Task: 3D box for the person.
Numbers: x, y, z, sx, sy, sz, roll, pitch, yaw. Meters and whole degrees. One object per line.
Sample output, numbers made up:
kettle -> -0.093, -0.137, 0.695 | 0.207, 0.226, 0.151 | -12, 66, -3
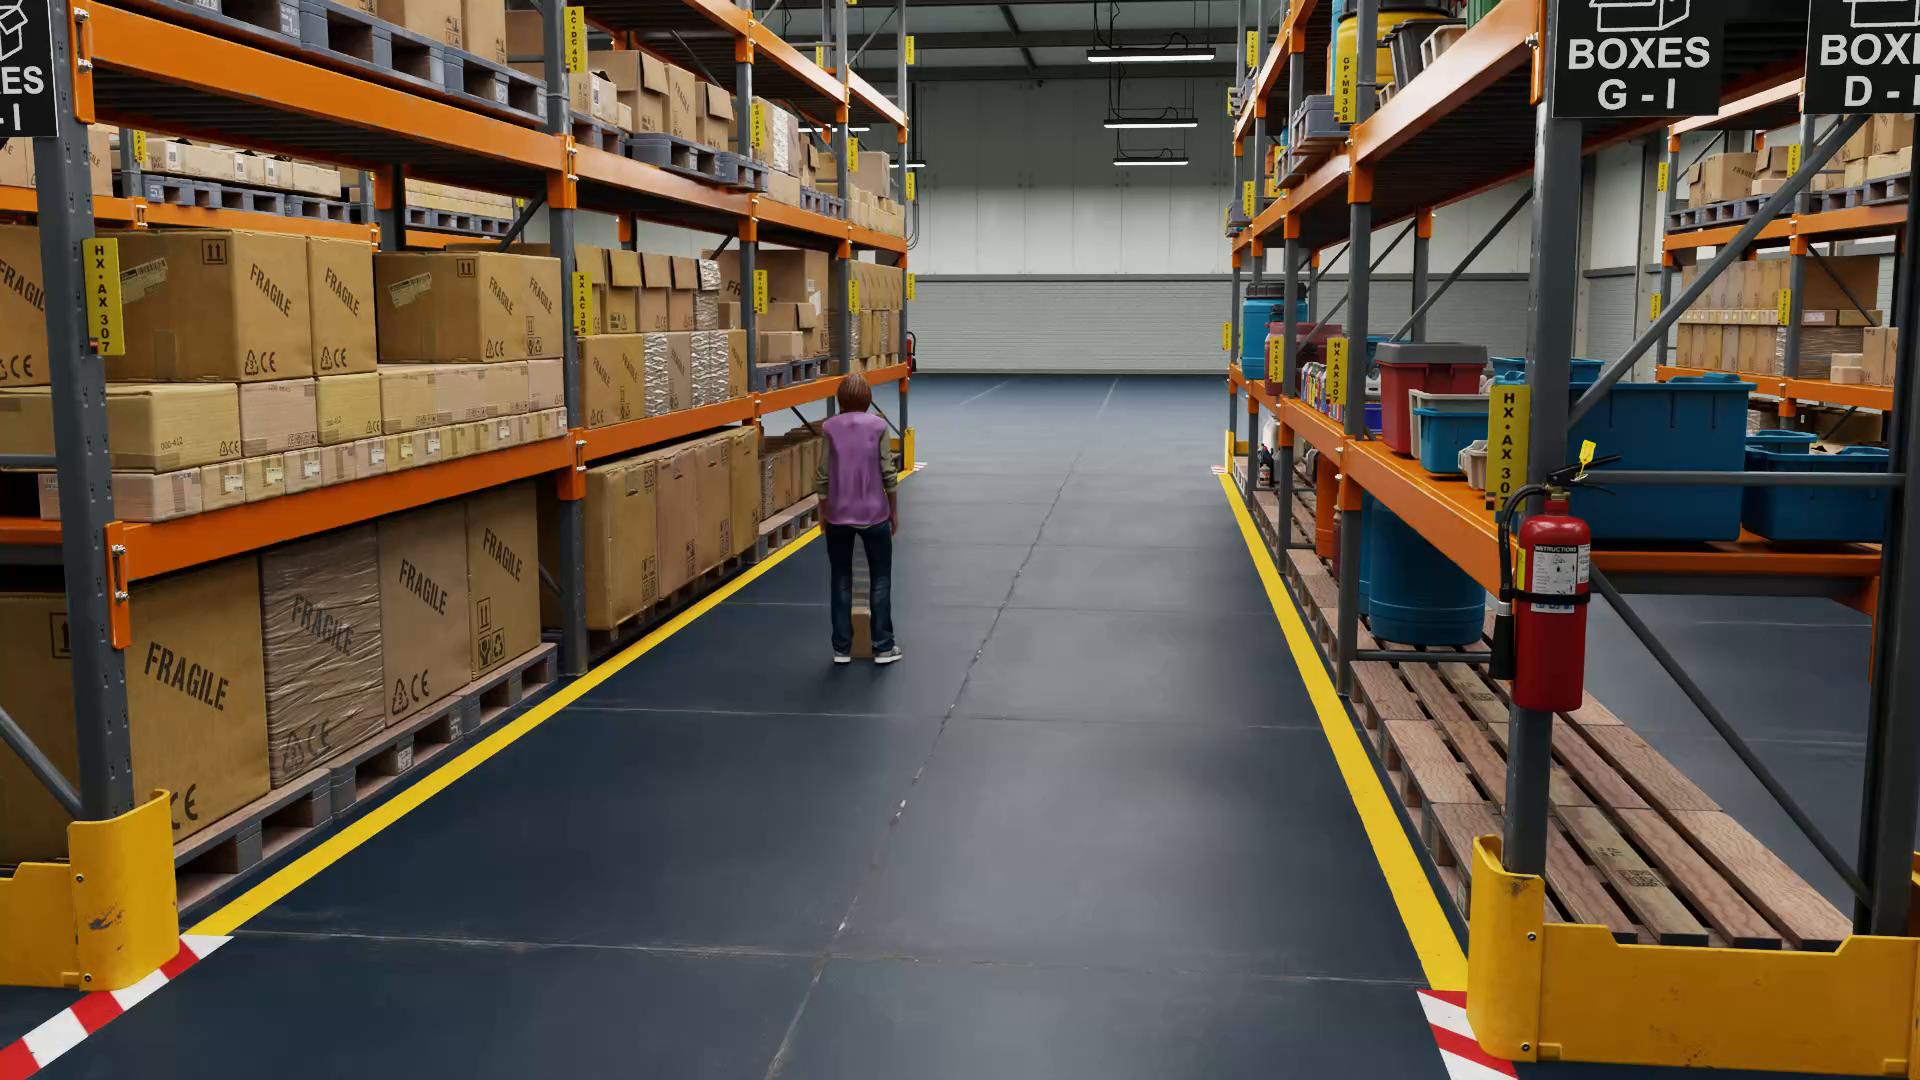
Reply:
person -> -0.562, -0.111, 9.150 | 0.462, 1.593, 0.341 | 1, 8, 4
